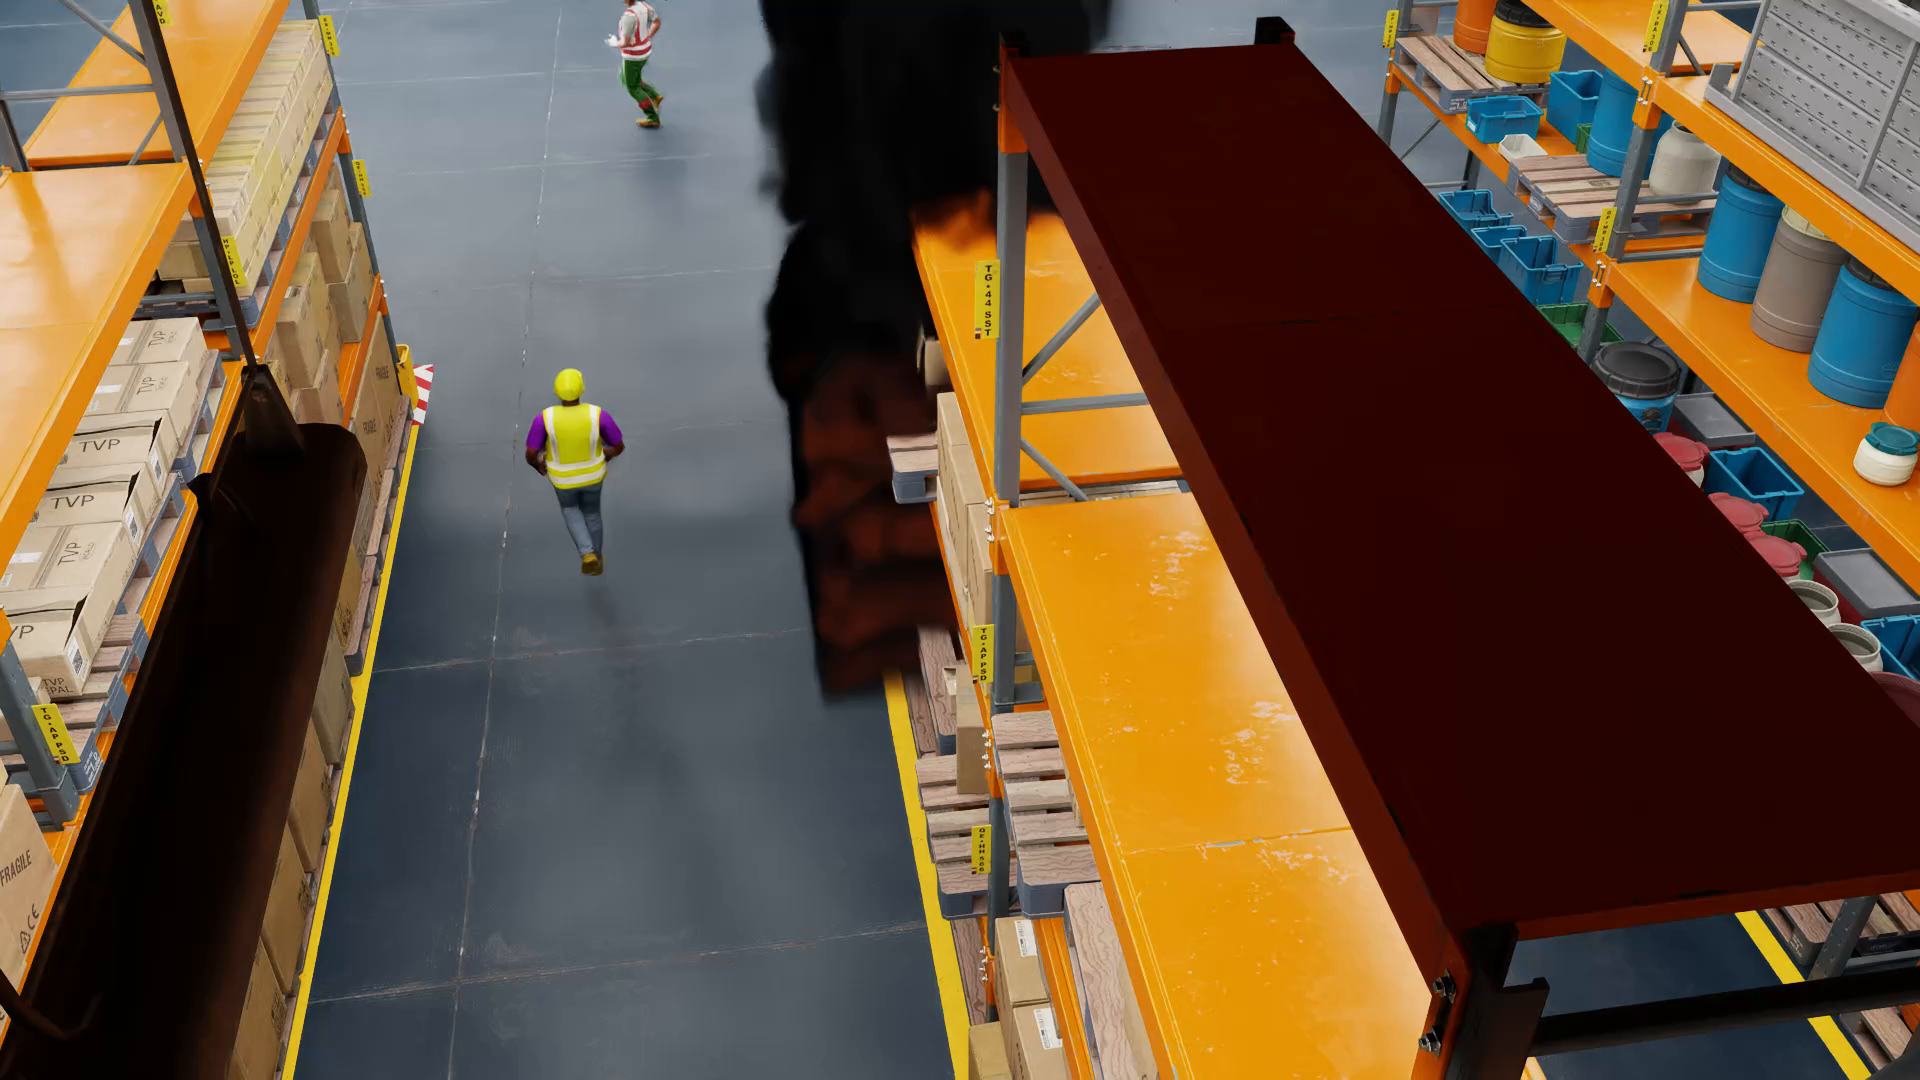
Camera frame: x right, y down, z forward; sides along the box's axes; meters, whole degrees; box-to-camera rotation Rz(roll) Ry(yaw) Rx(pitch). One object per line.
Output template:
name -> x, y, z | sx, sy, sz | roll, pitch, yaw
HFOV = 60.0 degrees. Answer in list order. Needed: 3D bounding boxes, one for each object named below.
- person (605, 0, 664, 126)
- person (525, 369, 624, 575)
person -> -3.920, -5.816, 19.890 | 0.577, 1.740, 0.650 | 8, 37, 10
person -> -2.791, -0.485, 12.171 | 0.698, 1.740, 0.500 | -10, 37, -13
